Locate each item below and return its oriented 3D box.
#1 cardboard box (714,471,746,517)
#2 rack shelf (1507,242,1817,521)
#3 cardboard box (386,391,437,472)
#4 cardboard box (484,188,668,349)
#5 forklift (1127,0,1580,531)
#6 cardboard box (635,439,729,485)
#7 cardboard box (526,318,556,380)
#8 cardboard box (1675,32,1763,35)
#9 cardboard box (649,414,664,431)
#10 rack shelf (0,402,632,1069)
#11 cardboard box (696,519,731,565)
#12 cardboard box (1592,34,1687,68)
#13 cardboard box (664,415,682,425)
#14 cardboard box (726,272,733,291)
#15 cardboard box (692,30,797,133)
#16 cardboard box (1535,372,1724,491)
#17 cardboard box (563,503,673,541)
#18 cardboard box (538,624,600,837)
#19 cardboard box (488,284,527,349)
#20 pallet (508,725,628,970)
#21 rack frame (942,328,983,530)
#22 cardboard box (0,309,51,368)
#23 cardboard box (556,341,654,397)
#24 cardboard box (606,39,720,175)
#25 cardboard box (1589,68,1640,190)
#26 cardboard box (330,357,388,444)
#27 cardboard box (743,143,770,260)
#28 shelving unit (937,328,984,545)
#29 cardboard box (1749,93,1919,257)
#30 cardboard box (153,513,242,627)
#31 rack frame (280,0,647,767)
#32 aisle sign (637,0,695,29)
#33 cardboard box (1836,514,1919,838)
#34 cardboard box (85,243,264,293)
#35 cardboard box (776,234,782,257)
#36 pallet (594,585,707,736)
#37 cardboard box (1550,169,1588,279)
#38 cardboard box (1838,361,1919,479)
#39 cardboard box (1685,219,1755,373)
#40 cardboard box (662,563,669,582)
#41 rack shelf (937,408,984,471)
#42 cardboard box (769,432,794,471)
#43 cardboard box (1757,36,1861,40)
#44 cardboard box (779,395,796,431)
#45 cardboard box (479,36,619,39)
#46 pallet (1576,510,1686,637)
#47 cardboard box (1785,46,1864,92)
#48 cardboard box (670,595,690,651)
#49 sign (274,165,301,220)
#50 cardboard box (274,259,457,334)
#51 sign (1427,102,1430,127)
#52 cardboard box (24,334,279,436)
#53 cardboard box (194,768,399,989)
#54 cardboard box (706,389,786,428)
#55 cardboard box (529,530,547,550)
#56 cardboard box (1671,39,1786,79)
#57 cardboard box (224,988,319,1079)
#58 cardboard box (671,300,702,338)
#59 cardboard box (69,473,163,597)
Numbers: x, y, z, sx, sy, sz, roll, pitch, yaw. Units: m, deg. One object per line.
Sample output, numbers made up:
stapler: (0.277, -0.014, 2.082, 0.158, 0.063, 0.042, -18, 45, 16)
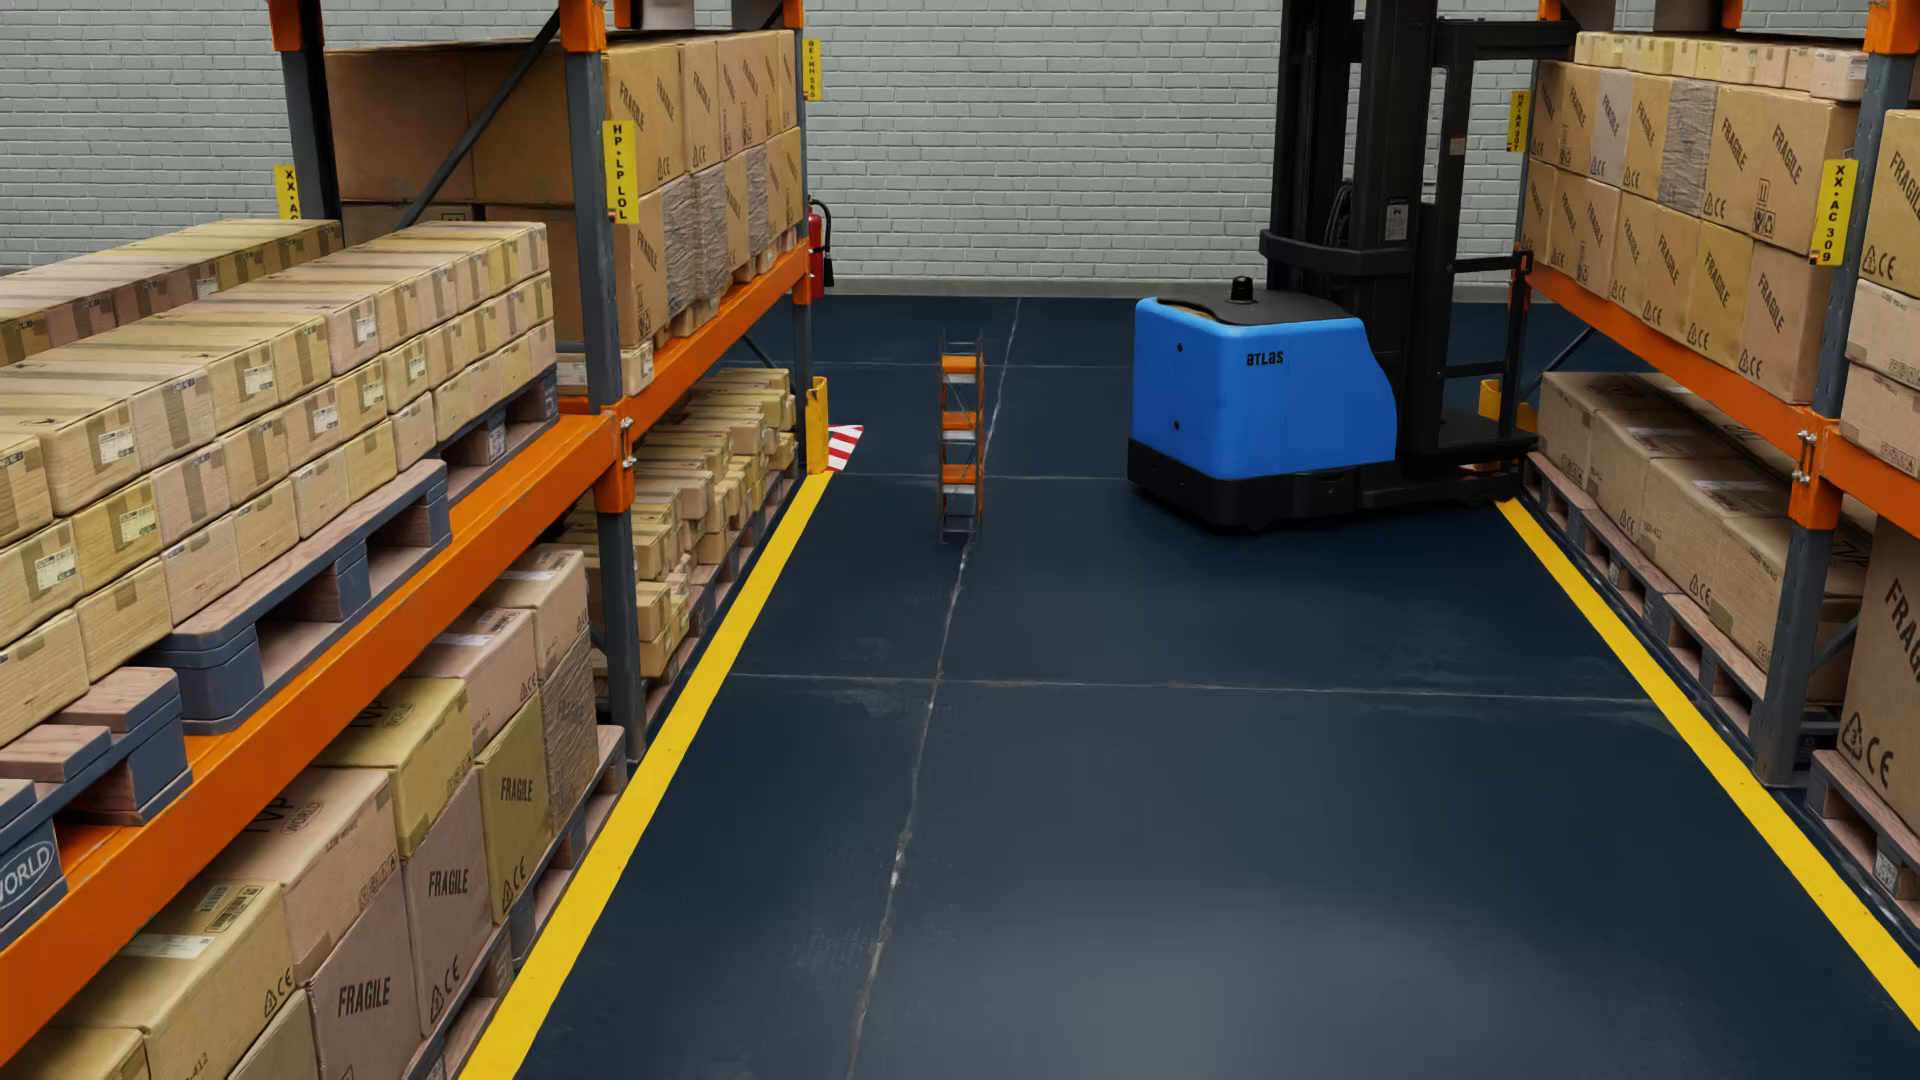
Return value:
cardboard box: (-1.202, -0.216, 7.691, 0.380, 0.149, 0.250, 1, 18, 4)
rack shelf: (3.441, -0.846, 7.343, 1.077, 0.370, 4.000, 1, 18, 4)
cardboard box: (-1.548, -0.276, 4.176, 0.380, 0.149, 0.250, 1, 18, 2)
cardboard box: (-1.360, -0.983, 5.967, 0.500, 0.500, 0.500, 1, 18, 3)
forklift: (2.496, -1.717, 8.955, 3.031, 2.935, 1.130, -7, 20, -21)
cardboard box: (-1.278, -0.360, 7.654, 0.380, 0.149, 0.250, 1, 18, 4)
cardboard box: (-1.478, -0.598, 5.160, 0.380, 0.149, 0.250, 1, 18, 3)
cardboard box: (3.764, -2.445, 8.258, 0.380, 0.149, 0.250, 2, 18, 5)
cardboard box: (-1.717, -0.618, 8.440, 0.380, 0.149, 0.250, 0, 18, 1)
rack shelf: (-1.790, 0.317, 3.793, 1.077, 0.370, 4.000, 1, 18, 4)
cardboard box: (-1.248, 0.000, 7.511, 0.380, 0.149, 0.250, 1, 18, 2)
cardboard box: (3.201, -2.292, 7.794, 0.380, 0.149, 0.250, 1, 18, 2)
cardboard box: (-1.659, -0.555, 8.727, 0.380, 0.149, 0.250, 2, 18, 5)
cardboard box: (-1.282, -1.263, 7.864, 0.380, 0.149, 0.250, 1, 18, 2)
cardboard box: (-1.145, -2.404, 8.699, 0.500, 0.500, 0.500, 1, 18, 3)
cardboard box: (3.637, -0.584, 8.827, 0.875, 0.438, 0.875, 1, 18, 2)
cardboard box: (-1.368, -0.039, 6.675, 0.380, 0.149, 0.250, 1, 18, 3)
cardboard box: (-1.449, 0.578, 5.182, 0.500, 0.500, 0.500, 1, 18, 3)
cardboard box: (-1.496, -0.657, 4.863, 0.380, 0.149, 0.250, 1, 18, 4)
pallet: (-1.701, 0.921, 5.273, 1.003, 0.211, 1.213, 1, 18, 4)
rack frame: (0.013, -0.553, 8.426, 0.200, 1.050, 0.008, 1, 18, 4)
cardboard box: (-2.241, -0.411, 3.634, 0.380, 0.149, 0.250, 2, 18, 6)
cardboard box: (-1.300, -0.607, 5.862, 0.380, 0.149, 0.250, 2, 18, 6)
cardboard box: (-1.283, -1.762, 6.738, 0.500, 0.500, 0.500, 2, 18, 5)
cardboard box: (3.207, -1.868, 7.541, 0.500, 0.500, 0.500, 1, 18, 3)
cardboard box: (-1.569, -0.330, 3.863, 0.380, 0.149, 0.250, 1, 18, 4)
cardboard box: (-1.205, -1.614, 7.893, 0.500, 0.500, 0.500, 1, 18, 4)
shelving unit: (0.004, -0.516, 8.310, 0.215, 1.050, 0.252, 1, 18, 4)
cardboard box: (3.056, -1.242, 5.630, 0.500, 0.500, 0.500, 1, 18, 3)
cardboard box: (-1.628, 0.048, 3.188, 0.380, 0.149, 0.250, 2, 18, 6)
rack frame: (-1.647, -0.646, 5.576, 1.000, 3.000, 0.127, 1, 18, 4)
aisle sign: (-1.654, -3.153, 9.053, 0.394, 0.787, 0.004, 1, 18, 4)
cardboard box: (3.333, 0.438, 5.007, 0.875, 0.875, 0.875, 2, 18, 6)
cardboard box: (-2.169, -0.730, 4.608, 0.380, 0.149, 0.250, 1, 18, 4)
cardboard box: (-1.157, -1.585, 8.845, 0.380, 0.149, 0.250, 1, 18, 4)
pallet: (-1.634, 0.470, 6.650, 1.003, 0.211, 1.213, 1, 18, 4)
cardboard box: (3.255, -1.556, 8.194, 0.500, 0.500, 0.500, 1, 18, 3)
cardboard box: (3.003, -0.365, 4.959, 0.500, 0.250, 0.500, 1, 18, 3)
cardboard box: (3.107, -0.924, 6.264, 0.500, 0.500, 0.500, 1, 18, 3)
cardboard box: (-1.392, 0.106, 6.710, 0.380, 0.149, 0.250, 1, 18, 4)
rack shelf: (0.004, -0.505, 8.314, 0.215, 0.259, 0.240, 1, 18, 4)
cardboard box: (-1.107, -0.483, 8.982, 0.380, 0.149, 0.250, 2, 18, 6)
cardboard box: (3.722, -2.126, 7.287, 0.380, 0.149, 0.250, 2, 18, 5)
cardboard box: (-1.113, -0.704, 9.180, 0.380, 0.149, 0.250, 1, 18, 2)
cardboard box: (-1.780, -1.942, 7.289, 0.500, 0.500, 0.500, 1, 18, 2)
pallet: (3.515, 0.144, 7.644, 1.003, 0.211, 1.213, 1, 18, 4)
cardboard box: (3.157, -1.657, 5.854, 0.380, 0.149, 0.250, 1, 18, 4)
cardboard box: (-1.281, 0.321, 6.530, 0.380, 0.149, 0.250, 2, 18, 6)
sign: (-2.189, -1.067, 5.471, 0.100, 0.325, 0.005, 1, 18, 4)
cardboard box: (-1.538, -0.634, 4.315, 0.380, 0.149, 0.250, 1, 18, 4)
sign: (3.922, -3.709, 14.492, 0.327, 0.218, 0.001, 1, 18, 4)
cardboard box: (-1.615, -0.314, 3.337, 0.380, 0.149, 0.250, 2, 18, 6)
cardboard box: (-1.558, 0.709, 3.578, 0.500, 0.250, 0.500, 1, 18, 4)
cardboard box: (-1.113, -0.685, 8.646, 0.380, 0.149, 0.250, 1, 18, 3)
cardboard box: (-1.892, -0.047, 6.699, 0.380, 0.149, 0.250, 1, 18, 3)
cardboard box: (3.160, -1.973, 6.818, 0.380, 0.149, 0.250, 1, 18, 4)
cardboard box: (-1.596, 1.215, 3.239, 0.500, 0.500, 0.500, 1, 18, 5)
cardboard box: (-1.280, -0.934, 6.860, 0.380, 0.149, 0.250, 2, 18, 5)
cardboard box: (-1.648, -0.016, 2.906, 0.380, 0.149, 0.250, 1, 18, 4)
